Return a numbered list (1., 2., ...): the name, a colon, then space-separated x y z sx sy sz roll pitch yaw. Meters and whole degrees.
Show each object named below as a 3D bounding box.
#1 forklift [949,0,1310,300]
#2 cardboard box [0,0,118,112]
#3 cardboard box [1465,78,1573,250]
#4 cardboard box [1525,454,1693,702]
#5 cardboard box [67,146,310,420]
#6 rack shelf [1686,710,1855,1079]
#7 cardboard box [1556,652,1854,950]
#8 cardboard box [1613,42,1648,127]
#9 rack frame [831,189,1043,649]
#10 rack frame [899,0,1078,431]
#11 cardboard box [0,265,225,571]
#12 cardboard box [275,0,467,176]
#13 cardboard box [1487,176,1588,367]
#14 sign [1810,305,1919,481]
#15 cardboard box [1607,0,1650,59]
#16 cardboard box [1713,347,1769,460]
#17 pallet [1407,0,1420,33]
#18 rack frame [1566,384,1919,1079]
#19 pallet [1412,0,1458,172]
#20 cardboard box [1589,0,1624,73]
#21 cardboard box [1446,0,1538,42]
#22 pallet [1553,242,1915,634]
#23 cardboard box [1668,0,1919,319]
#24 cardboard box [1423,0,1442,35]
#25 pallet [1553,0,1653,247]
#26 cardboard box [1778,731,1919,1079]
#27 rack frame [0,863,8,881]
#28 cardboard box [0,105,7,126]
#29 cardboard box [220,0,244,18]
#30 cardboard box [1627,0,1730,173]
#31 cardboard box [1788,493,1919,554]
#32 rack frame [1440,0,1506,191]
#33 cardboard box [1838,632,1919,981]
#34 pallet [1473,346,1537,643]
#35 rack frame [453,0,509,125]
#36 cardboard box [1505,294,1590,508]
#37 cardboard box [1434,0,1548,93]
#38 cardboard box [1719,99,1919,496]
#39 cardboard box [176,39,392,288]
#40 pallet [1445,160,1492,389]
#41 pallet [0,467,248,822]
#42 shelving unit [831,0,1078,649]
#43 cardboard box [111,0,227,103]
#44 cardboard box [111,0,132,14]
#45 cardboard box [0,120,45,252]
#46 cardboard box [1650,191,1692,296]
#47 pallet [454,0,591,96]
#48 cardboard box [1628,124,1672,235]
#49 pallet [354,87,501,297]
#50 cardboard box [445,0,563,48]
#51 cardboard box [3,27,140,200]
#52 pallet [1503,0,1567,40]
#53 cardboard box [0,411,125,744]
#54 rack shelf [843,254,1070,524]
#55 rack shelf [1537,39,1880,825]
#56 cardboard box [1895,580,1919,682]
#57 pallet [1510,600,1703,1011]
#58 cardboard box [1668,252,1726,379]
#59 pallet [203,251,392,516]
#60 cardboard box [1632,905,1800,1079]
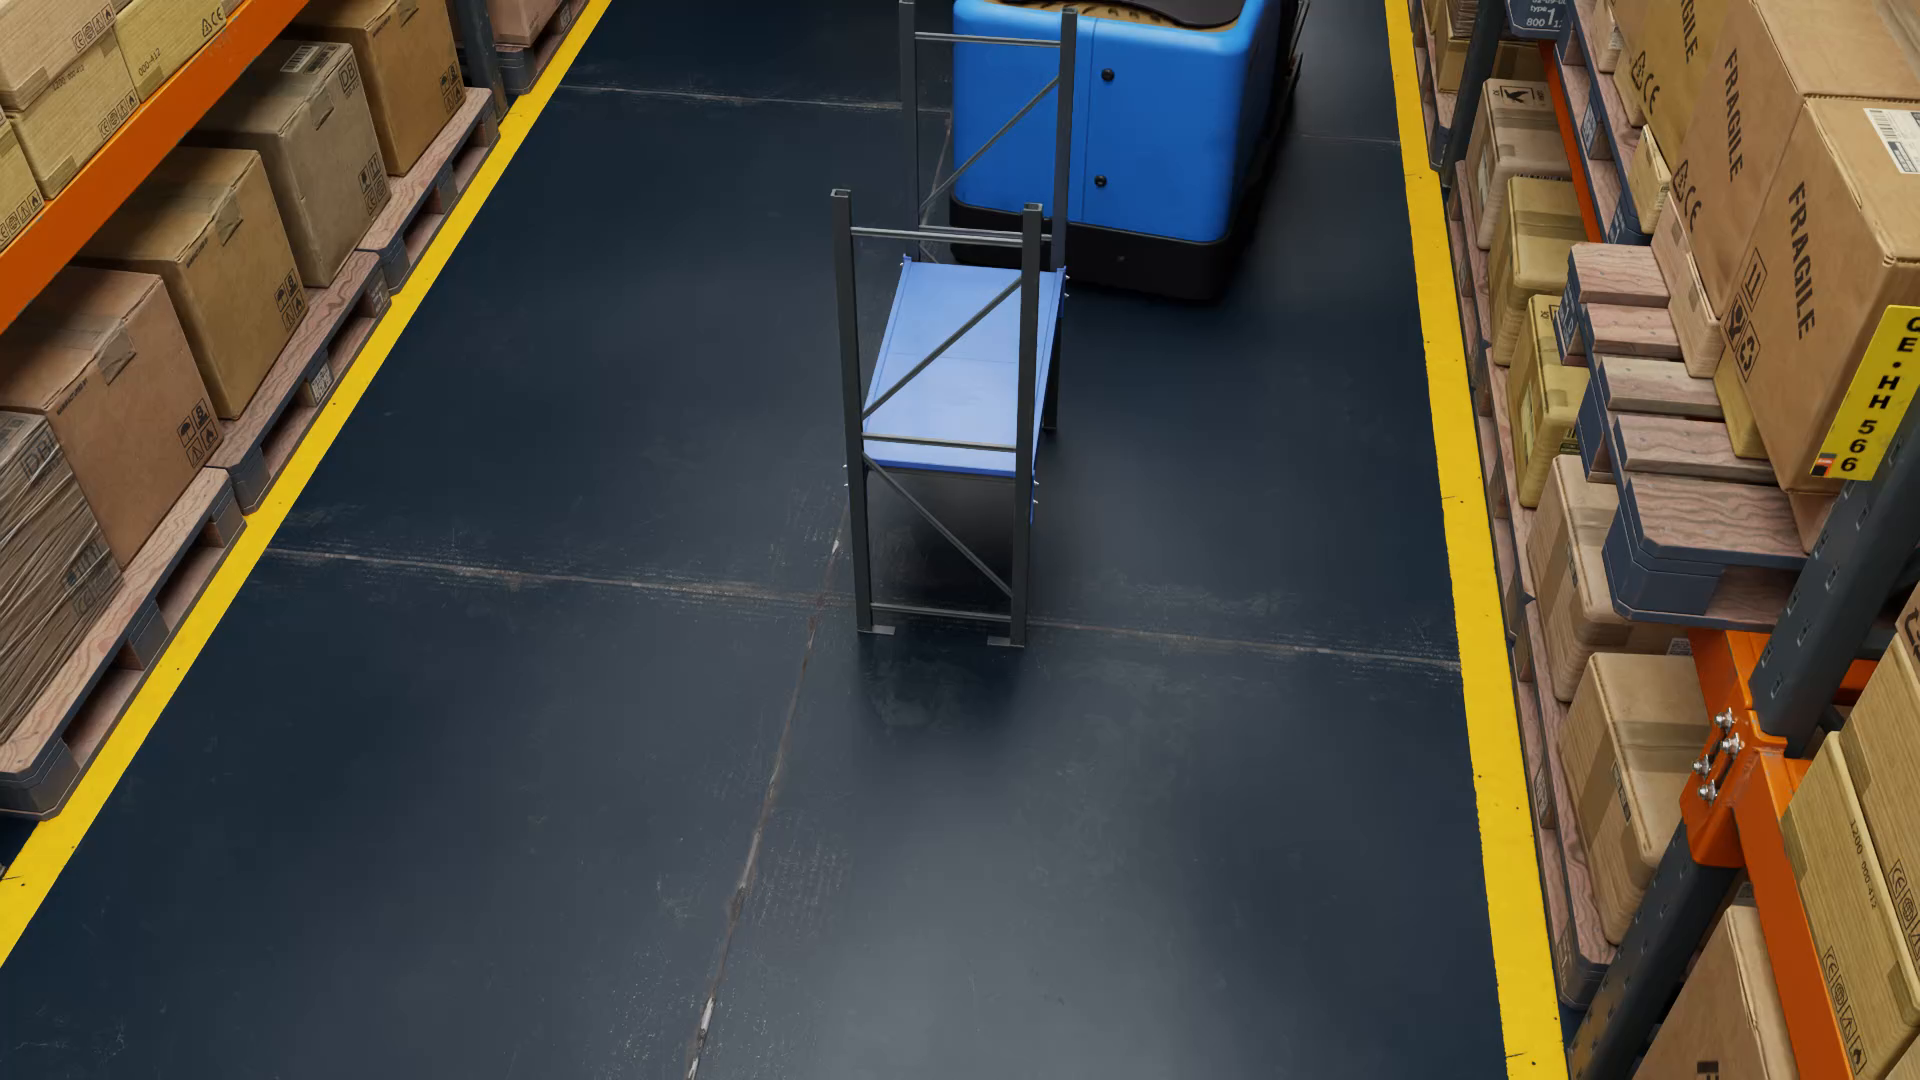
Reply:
1. forklift: 0.872 -2.970 6.255 1.130 2.935 3.031 12 45 12
2. cardboard box: -2.534 -1.334 4.222 0.500 0.250 0.500 4 44 4
3. cardboard box: 2.393 -1.348 6.098 0.950 0.372 0.625 6 44 6
4. cardboard box: 2.106 0.132 4.534 0.950 0.372 0.625 4 44 5
5. cardboard box: -2.726 -0.849 5.387 0.875 0.625 0.625 4 44 4
6. rack shelf: 1.667 1.843 1.646 1.077 0.370 4.000 5 44 6
7. cardboard box: 2.016 0.636 4.003 0.950 0.372 0.625 3 43 3
8. cardboard box: 1.868 -1.151 4.161 0.380 0.149 0.250 4 44 4
9. rack frame: -0.056 -0.256 4.430 0.500 1.500 0.032 5 44 6
10. rack frame: 0.078 -0.949 5.162 0.500 1.500 0.032 5 44 6
11. cardboard box: -2.815 -0.390 4.902 0.875 0.625 0.625 7 44 7
12. cardboard box: -2.518 -1.890 6.486 0.875 0.625 0.625 7 44 7
13. cardboard box: 2.302 -0.858 5.580 0.950 0.372 0.625 8 44 8
14. sign: 1.392 -0.216 2.512 0.100 0.325 0.005 5 44 6
15. cardboard box: 1.912 -1.483 4.040 0.500 0.500 0.500 4 44 4
16. cardboard box: 1.705 -0.277 3.238 0.380 0.149 0.250 6 44 6
17. pallet: 2.673 -2.790 8.043 1.003 0.211 1.213 5 44 6
18. rack frame: 1.931 0.218 2.838 1.000 3.000 0.127 5 44 6
19. pallet: 2.514 -1.956 7.162 1.003 0.211 1.213 5 44 6
20. cardboard box: 1.874 -1.335 4.356 0.380 0.149 0.250 7 44 7
21. cardboard box: 2.272 -2.362 6.712 0.500 0.500 0.500 5 44 5
22. pallet: 1.920 -0.207 3.427 1.213 0.211 1.003 5 44 6
23. cardboard box: 1.773 -0.767 3.284 0.500 0.500 0.500 5 44 5
24. cardboard box: 2.332 -2.453 7.353 0.500 0.250 0.500 4 44 4
25. pallet: 2.153 -1.065 4.332 1.003 0.211 1.213 5 44 6
26. cardboard box: 1.617 0.583 2.561 0.500 0.250 0.500 5 44 5
27. rack frame: -2.989 -0.230 3.312 1.000 3.000 0.127 5 44 6
28. cardboard box: -2.621 -0.979 3.847 0.500 0.250 0.500 7 44 7
29. cardboard box: -2.425 -1.856 5.137 0.500 0.250 0.500 5 44 6
30. cardboard box: 1.839 -1.111 3.647 0.500 0.500 0.500 3 43 3
31. cardboard box: 1.741 -0.088 3.038 0.380 0.149 0.250 7 44 7
32. rack frame: 2.460 -2.508 5.717 1.000 3.000 0.127 5 44 6
33. cardboard box: 1.620 0.414 2.376 0.500 0.250 0.500 5 44 5
34. pallet: 2.200 -0.131 5.234 1.003 0.211 1.213 5 44 6
35. rack frame: -2.460 -2.956 6.191 1.000 3.000 0.127 5 44 6
36. cardboard box: 2.211 -0.384 5.080 0.950 0.372 0.625 7 44 7
37. cardboard box: 2.272 -2.089 6.969 0.500 0.250 0.500 7 44 7
38. cardboard box: 1.716 -0.414 2.911 0.500 0.500 0.500 4 44 4
39. cardboard box: -2.628 -1.362 5.928 0.875 0.625 0.625 5 44 5
40. pallet: 2.359 -0.964 6.115 1.003 0.211 1.213 5 44 6
41. pallet: -2.842 0.225 4.859 1.003 0.211 1.213 5 44 6
42. shelving unit: 0.011 -0.603 4.796 0.538 1.500 1.048 5 44 6
43. cardboard box: -2.485 -1.503 4.765 0.500 0.250 0.500 7 44 7
44. cardboard box: -2.491 -1.684 4.593 0.500 0.250 0.500 6 44 6
45. cardboard box: -2.617 -0.798 4.021 0.500 0.250 0.500 4 44 5
46. cardboard box: 1.735 -0.624 3.604 0.380 0.149 0.250 3 44 4
47. pallet: -2.314 -2.482 7.718 1.003 0.211 1.213 5 44 6
48. cardboard box: 1.758 -0.812 3.804 0.380 0.149 0.250 6 44 6
49. pallet: -2.519 -1.438 6.615 1.003 0.211 1.213 5 44 6
50. cardboard box: -2.068 -2.410 7.308 0.500 0.250 0.500 6 44 6
51. cardboard box: -2.556 -1.150 4.392 0.500 0.250 0.500 4 44 4
52. pallet: 2.215 -1.930 5.247 1.003 0.211 1.213 5 44 6
53. cardboard box: -2.893 0.056 4.431 0.875 0.625 0.625 7 44 7
54. rack shelf: 0.011 -0.472 4.919 0.538 0.185 1.000 5 44 6
55. rack shelf: 2.196 -0.883 4.525 1.077 0.370 4.000 5 44 6
56. cardboard box: 1.624 0.133 2.128 0.500 0.500 0.500 4 44 4
57. pallet: 2.036 0.698 4.359 1.003 0.211 1.213 5 44 6
58. cardboard box: 1.694 -0.453 3.424 0.380 0.149 0.250 5 44 5
59. pallet: -2.678 -0.604 5.735 1.003 0.211 1.213 5 44 6
60. cardboard box: 1.758 1.301 2.935 0.875 0.875 0.875 5 44 5
